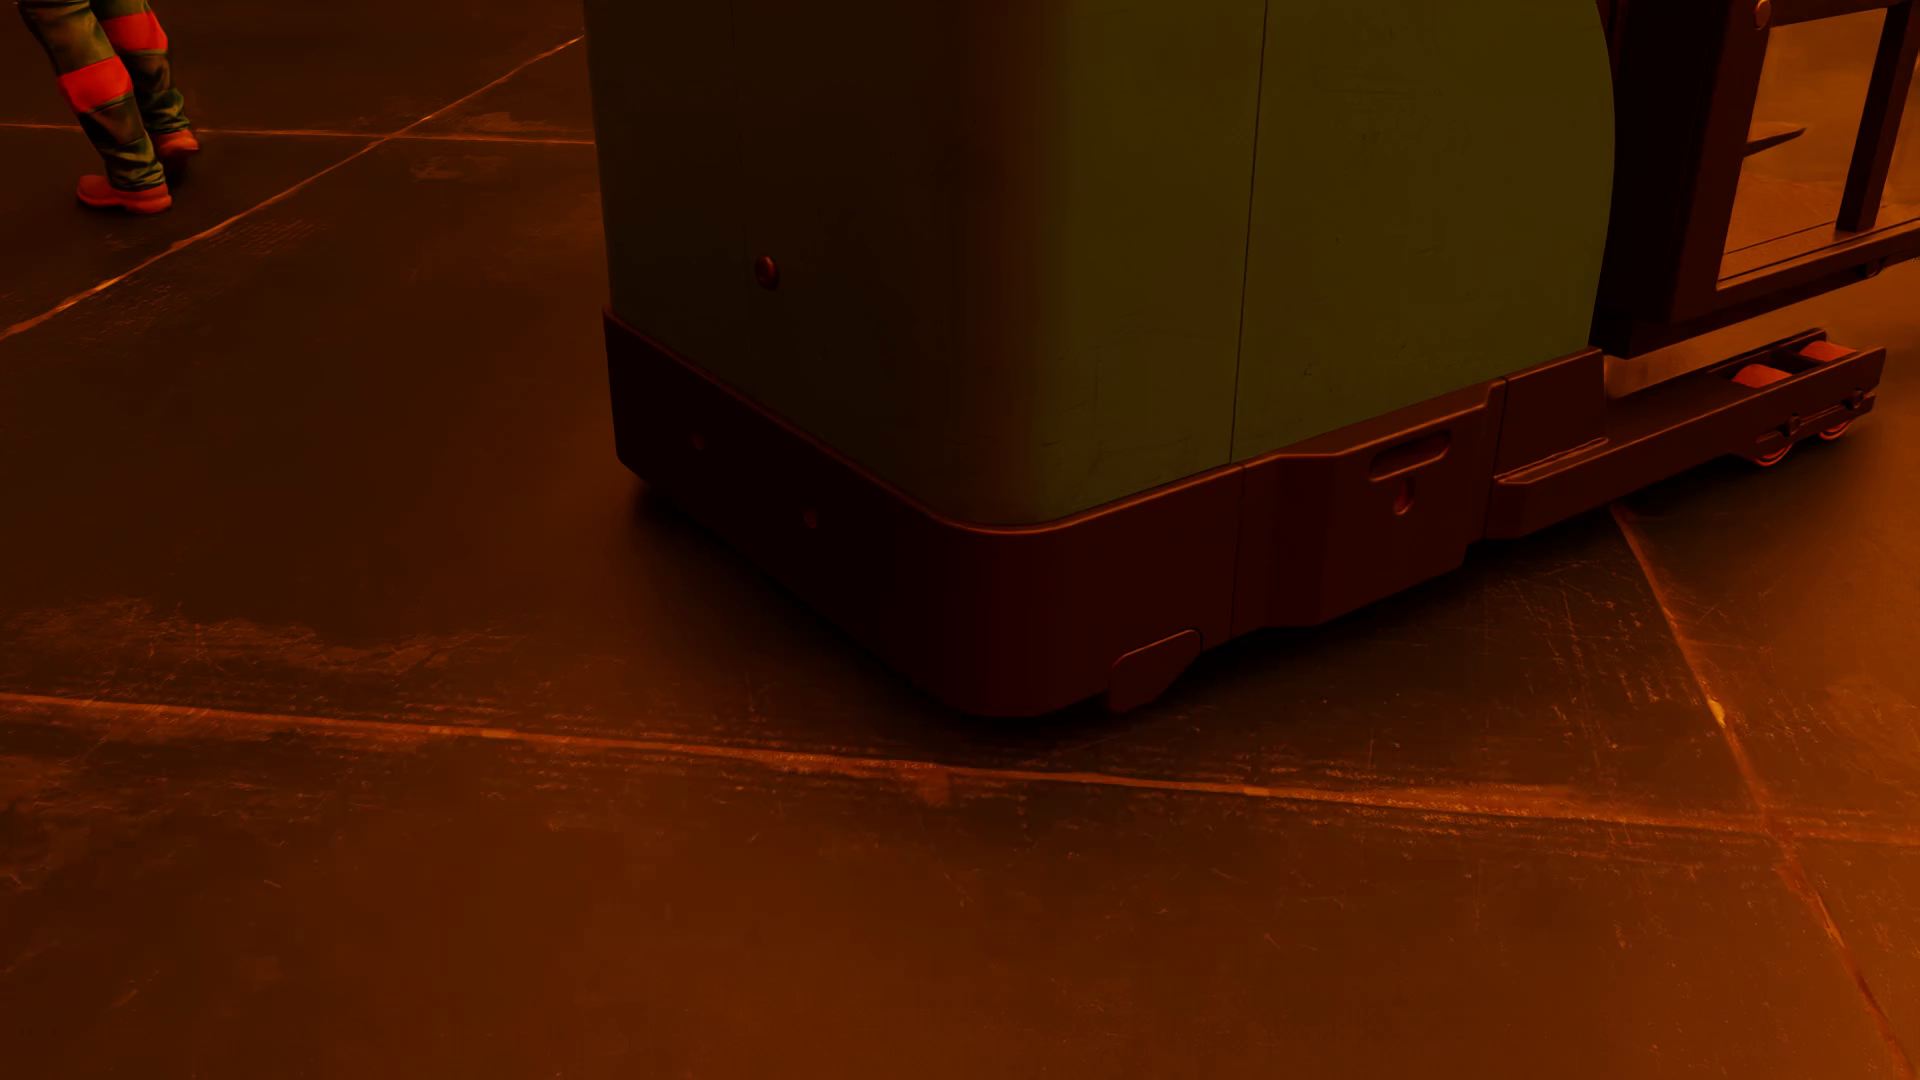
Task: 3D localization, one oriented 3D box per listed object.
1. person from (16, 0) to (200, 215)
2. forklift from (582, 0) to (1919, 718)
[{"bbox_3d":[-2.122,-1.645,3.868,0.478,1.797,0.944,16,31,29],"label":"person"},{"bbox_3d":[0.954,-1.606,2.435,3.031,2.935,1.130,-18,32,-31],"label":"forklift"}]
